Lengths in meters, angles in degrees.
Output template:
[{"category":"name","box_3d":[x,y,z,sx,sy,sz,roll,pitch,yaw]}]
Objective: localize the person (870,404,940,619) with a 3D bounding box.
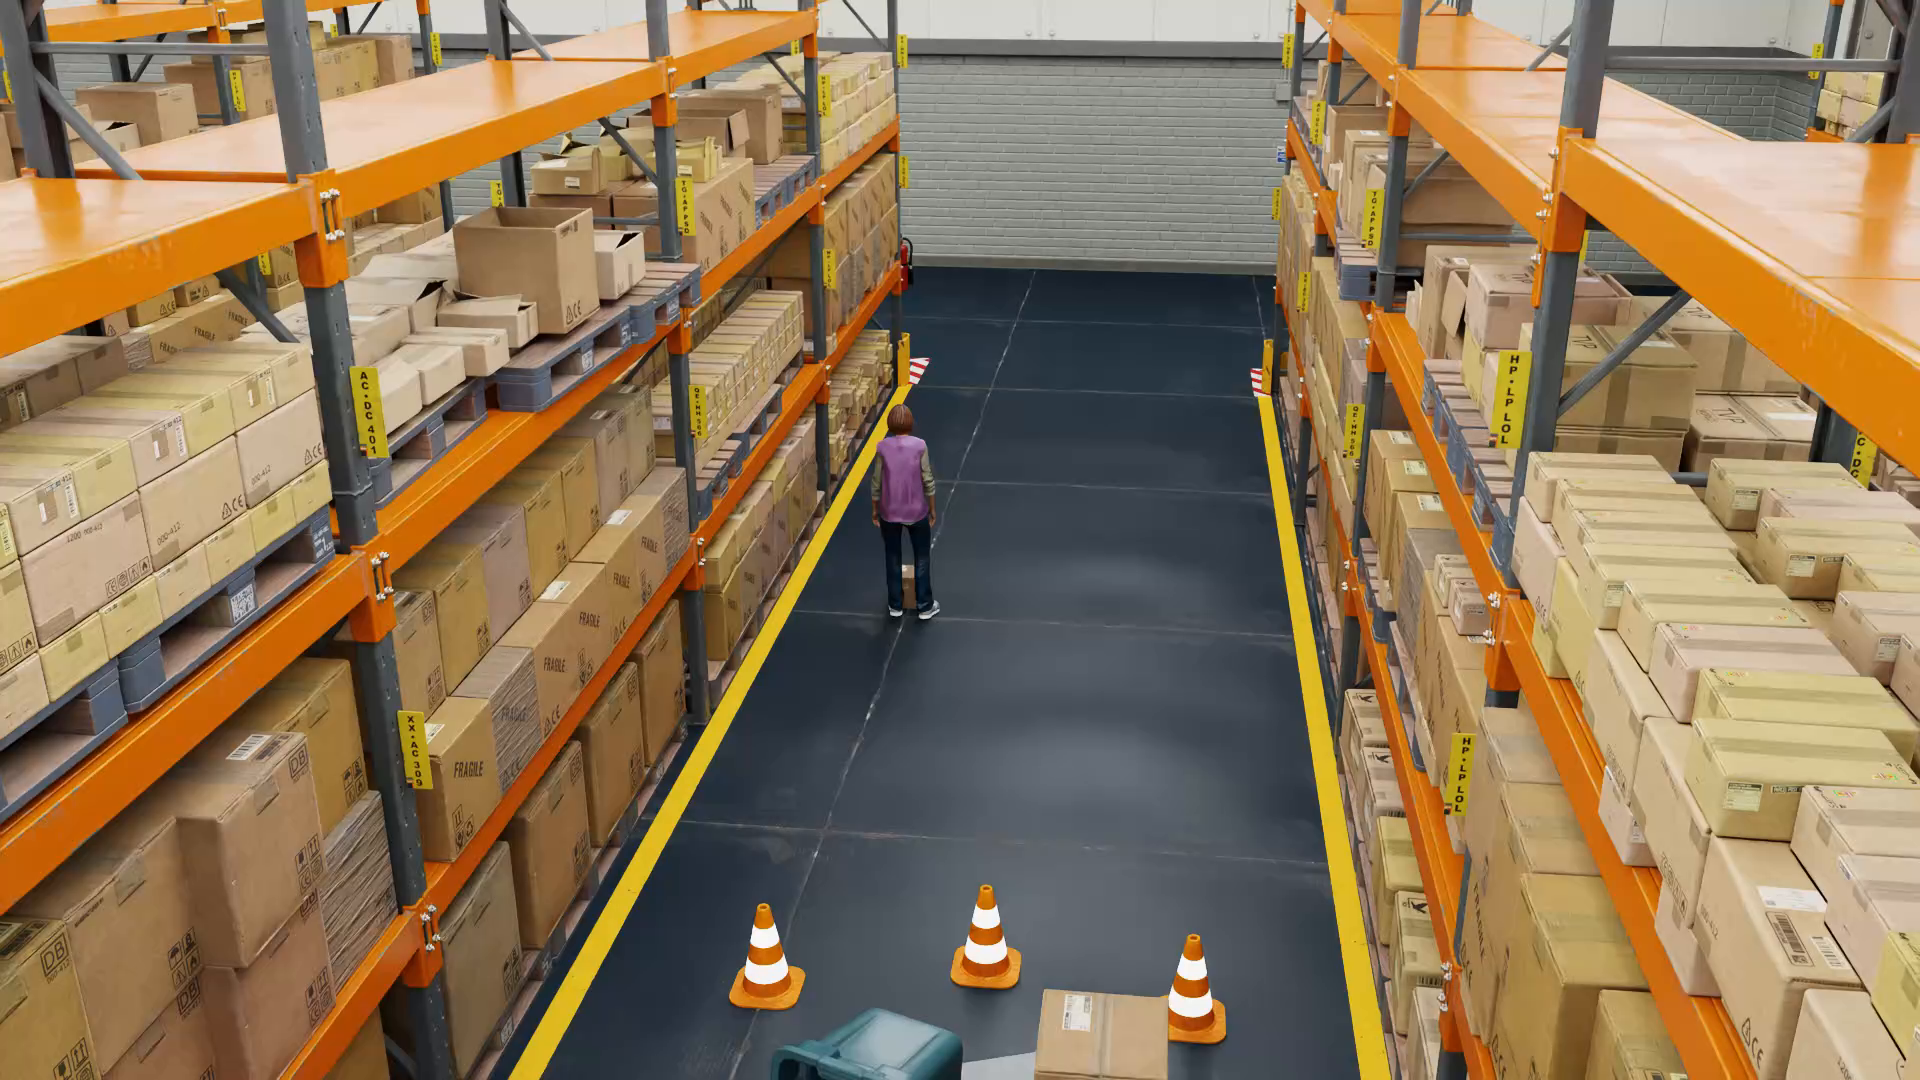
[{"category":"person","box_3d":[-0.397,-0.195,11.971,0.484,1.593,0.375,1,22,3]}]
